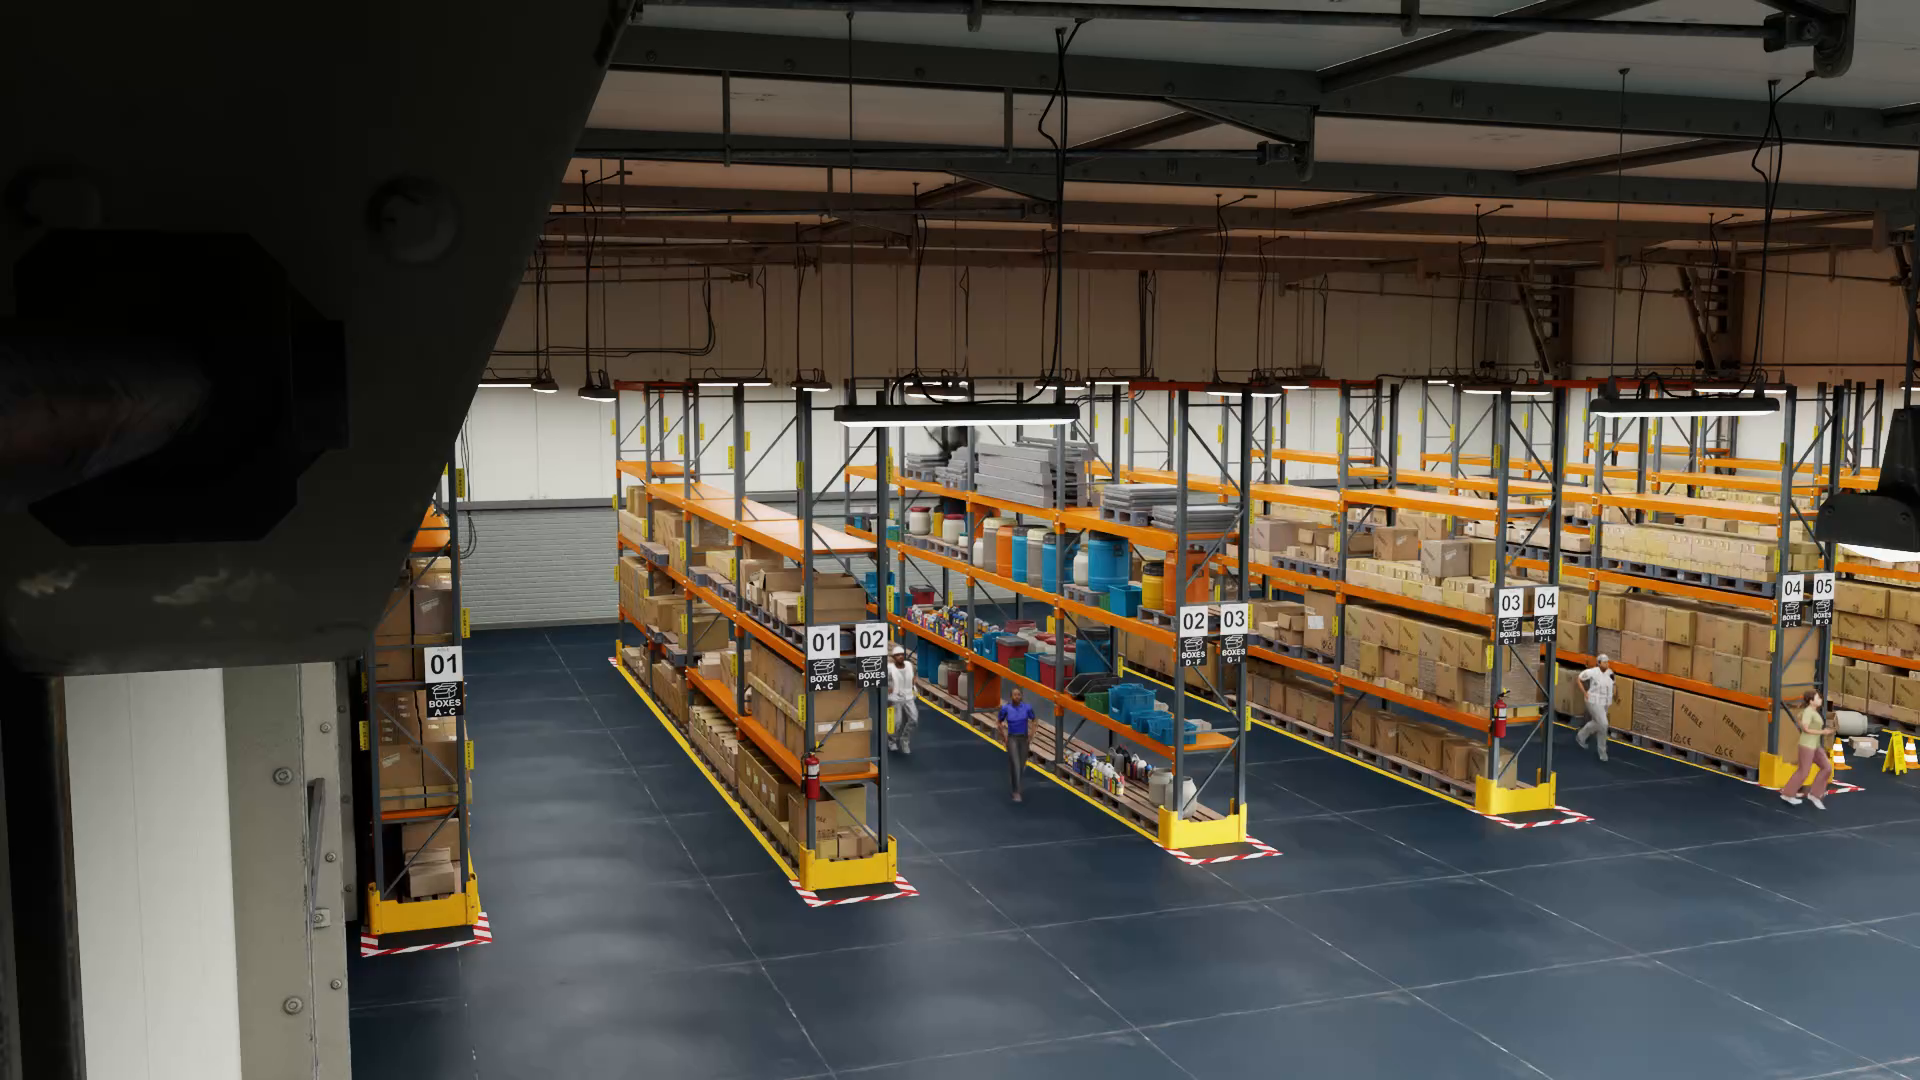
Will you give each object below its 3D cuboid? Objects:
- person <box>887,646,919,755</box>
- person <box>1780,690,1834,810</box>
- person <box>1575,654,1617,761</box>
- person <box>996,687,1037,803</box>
[{"bbox_3d":[-0.952,2.607,26.971,0.682,1.776,0.666,-3,7,-24],"label":"person"},{"bbox_3d":[12.139,2.996,23.783,0.648,1.717,0.574,5,8,39],"label":"person"},{"bbox_3d":[10.317,2.682,26.949,0.577,1.724,0.855,-3,7,-25],"label":"person"},{"bbox_3d":[0.828,2.959,24.359,0.598,1.675,0.723,-1,6,-9],"label":"person"}]
